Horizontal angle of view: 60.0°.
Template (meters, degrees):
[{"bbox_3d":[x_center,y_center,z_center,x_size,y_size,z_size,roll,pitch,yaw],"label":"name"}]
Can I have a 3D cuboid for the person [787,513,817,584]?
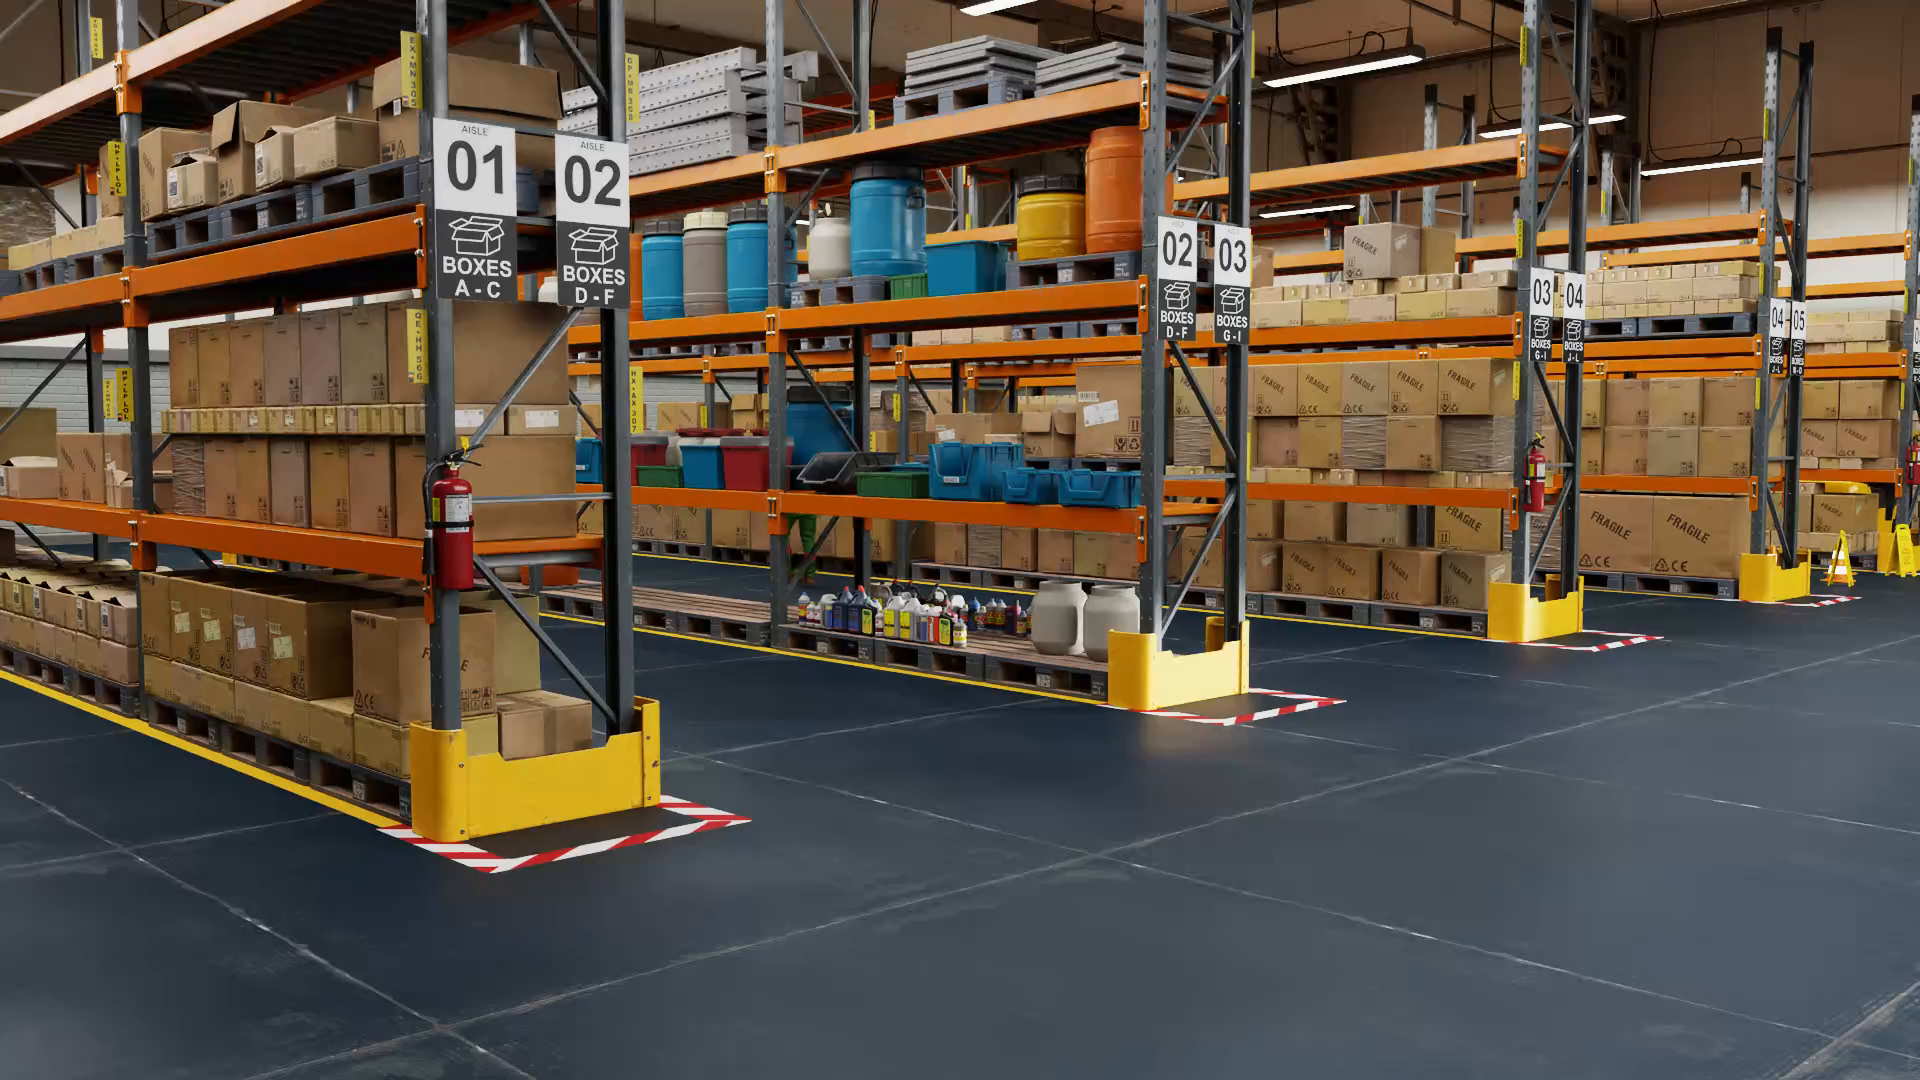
[{"bbox_3d":[-1.889,-0.353,19.331,0.601,1.839,0.566,-2,5,-33],"label":"person"}]
